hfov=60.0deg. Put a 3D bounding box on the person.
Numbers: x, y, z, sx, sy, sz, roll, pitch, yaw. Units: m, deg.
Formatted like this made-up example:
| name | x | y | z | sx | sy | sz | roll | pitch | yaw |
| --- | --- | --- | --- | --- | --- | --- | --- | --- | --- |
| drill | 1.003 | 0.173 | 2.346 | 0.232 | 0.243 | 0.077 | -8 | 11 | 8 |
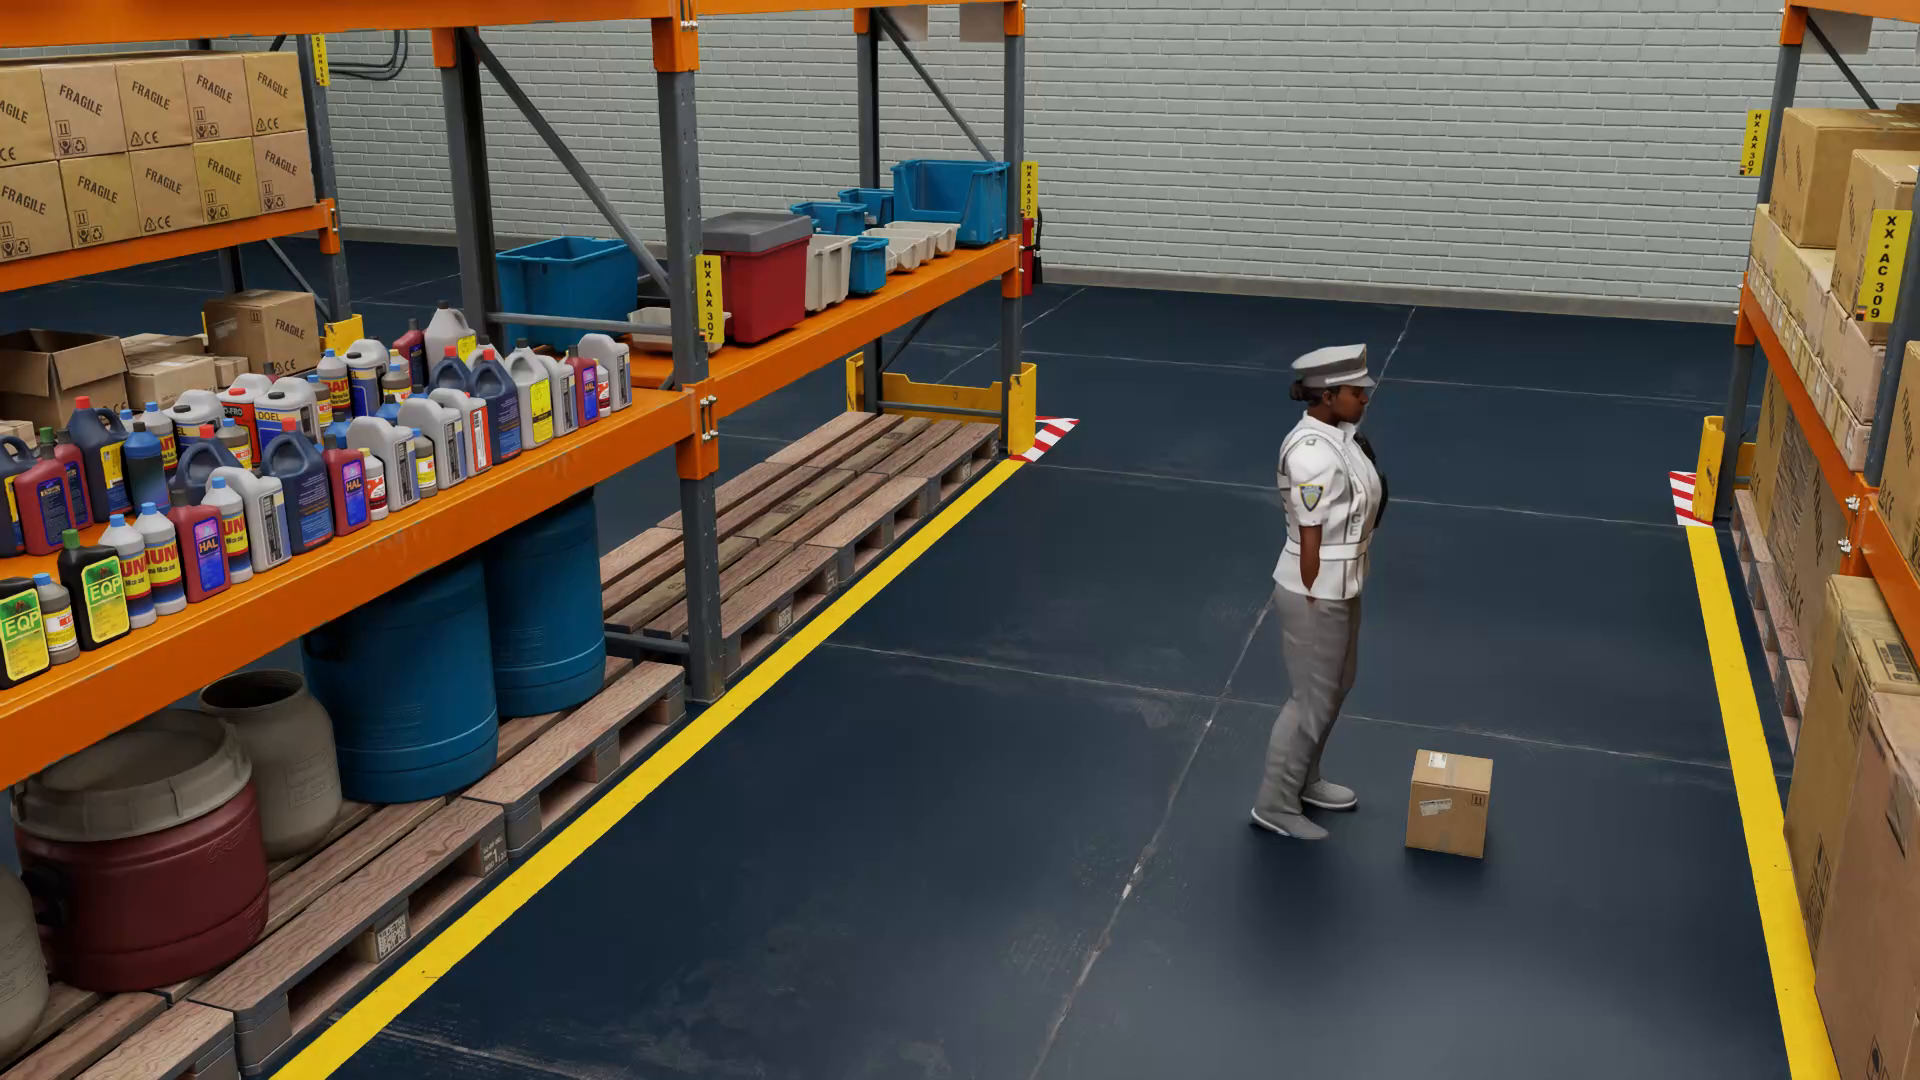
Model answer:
| name | x | y | z | sx | sy | sz | roll | pitch | yaw |
| --- | --- | --- | --- | --- | --- | --- | --- | --- | --- |
| person | 1.218 | 0.184 | 5.573 | 0.343 | 1.713 | 0.436 | 7 | 20 | 19 |
